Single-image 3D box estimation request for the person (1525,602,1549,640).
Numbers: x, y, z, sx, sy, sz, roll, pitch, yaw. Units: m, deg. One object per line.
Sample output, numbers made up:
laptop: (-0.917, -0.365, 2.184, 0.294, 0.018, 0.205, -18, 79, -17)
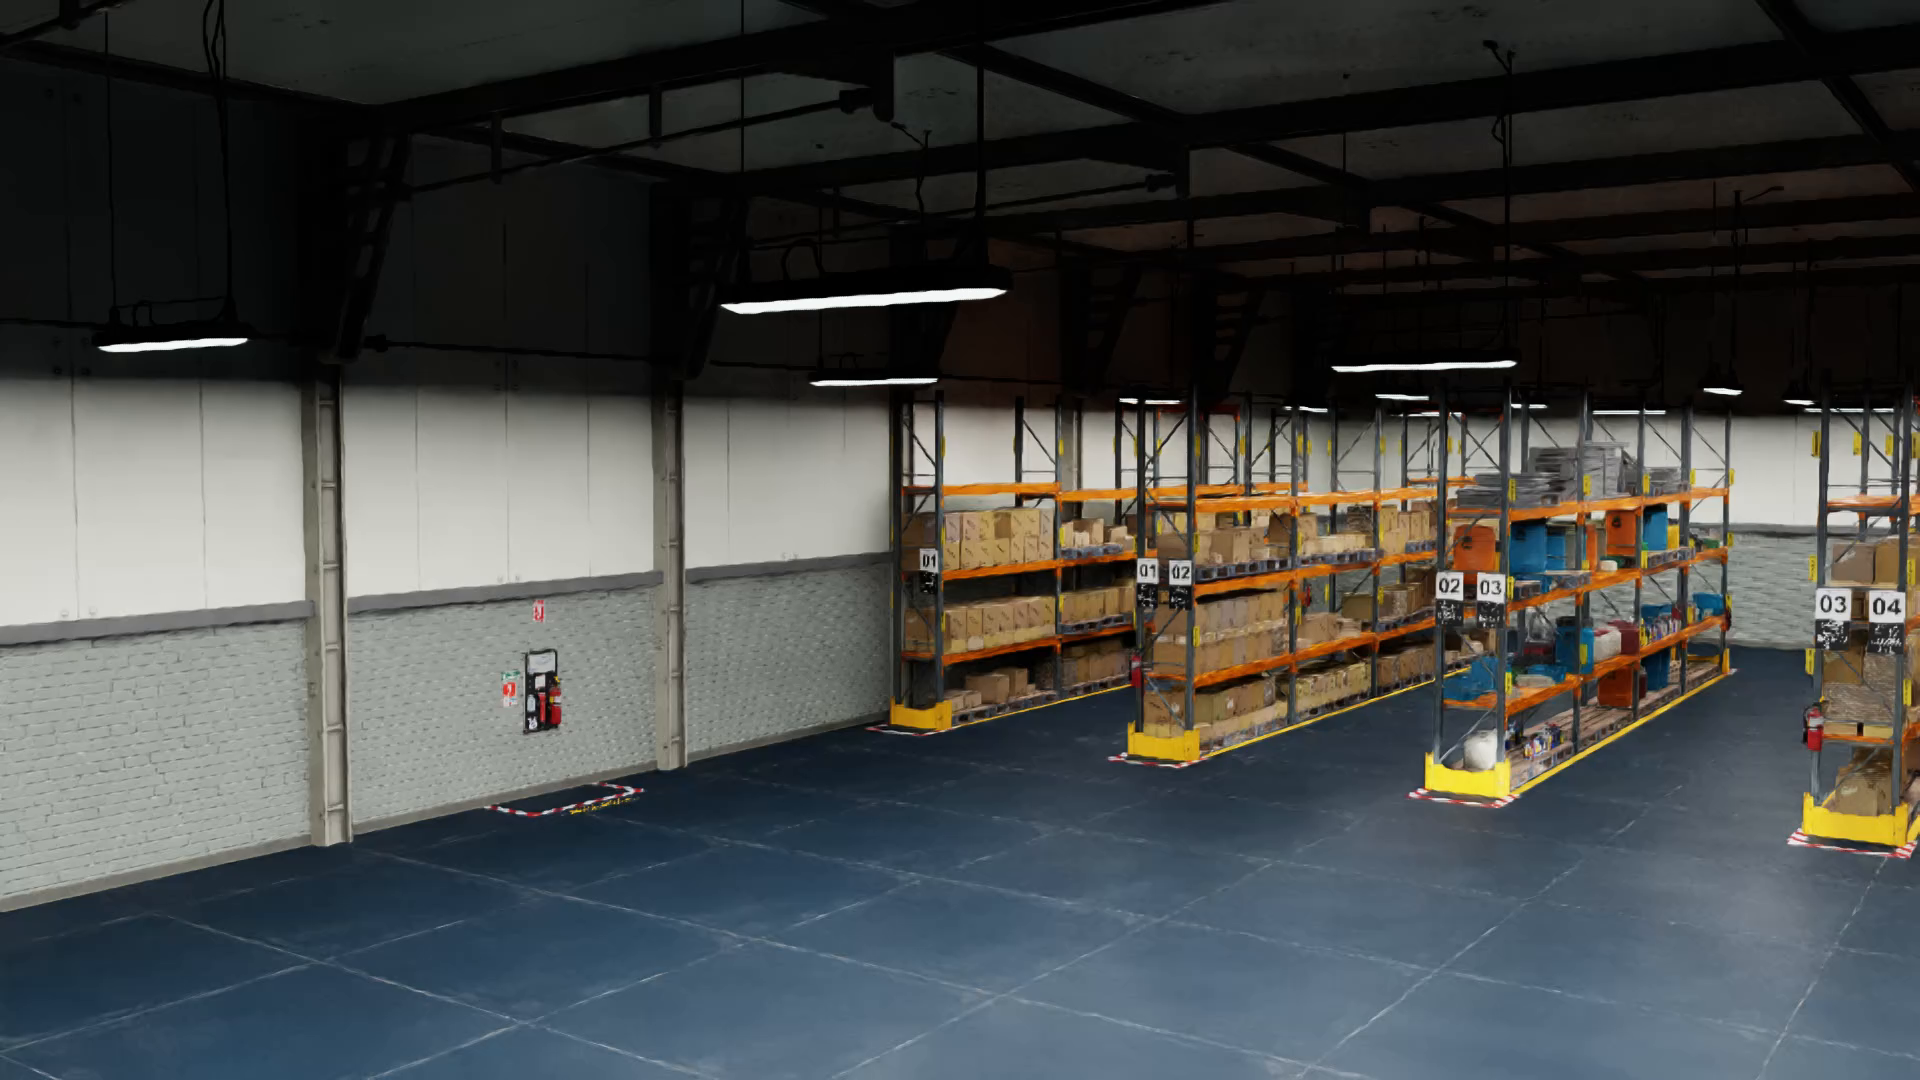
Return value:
person: (14.656, 1.814, 42.243, 0.639, 1.610, 0.807, 1, 3, 18)
